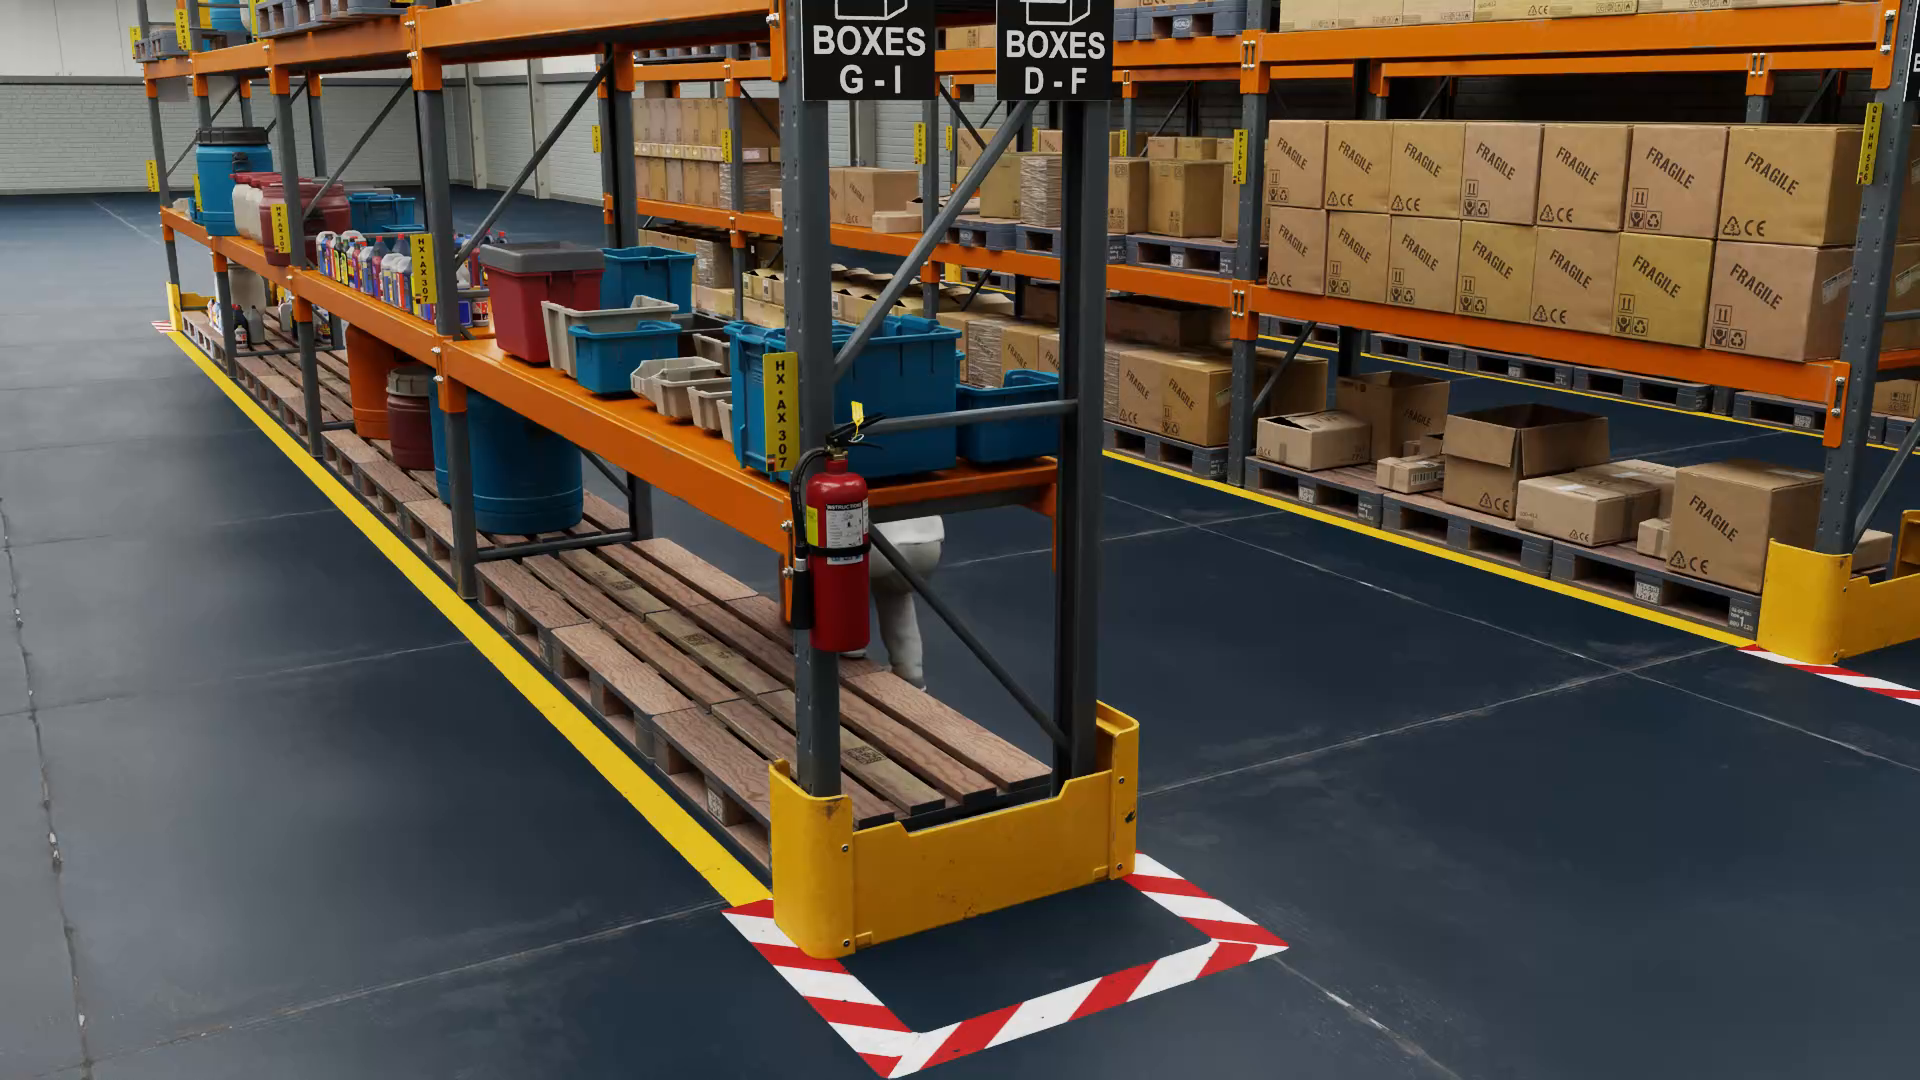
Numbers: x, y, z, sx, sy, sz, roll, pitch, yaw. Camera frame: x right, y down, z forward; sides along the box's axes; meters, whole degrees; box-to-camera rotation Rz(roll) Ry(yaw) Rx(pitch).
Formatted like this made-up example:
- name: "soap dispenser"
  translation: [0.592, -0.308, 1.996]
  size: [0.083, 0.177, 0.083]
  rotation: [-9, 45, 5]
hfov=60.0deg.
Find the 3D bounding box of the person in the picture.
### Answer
- name: "person"
  translation: [-0.476, 0.109, 6.988]
  size: [0.553, 1.043, 1.026]
  rotation: [-10, 18, -32]
